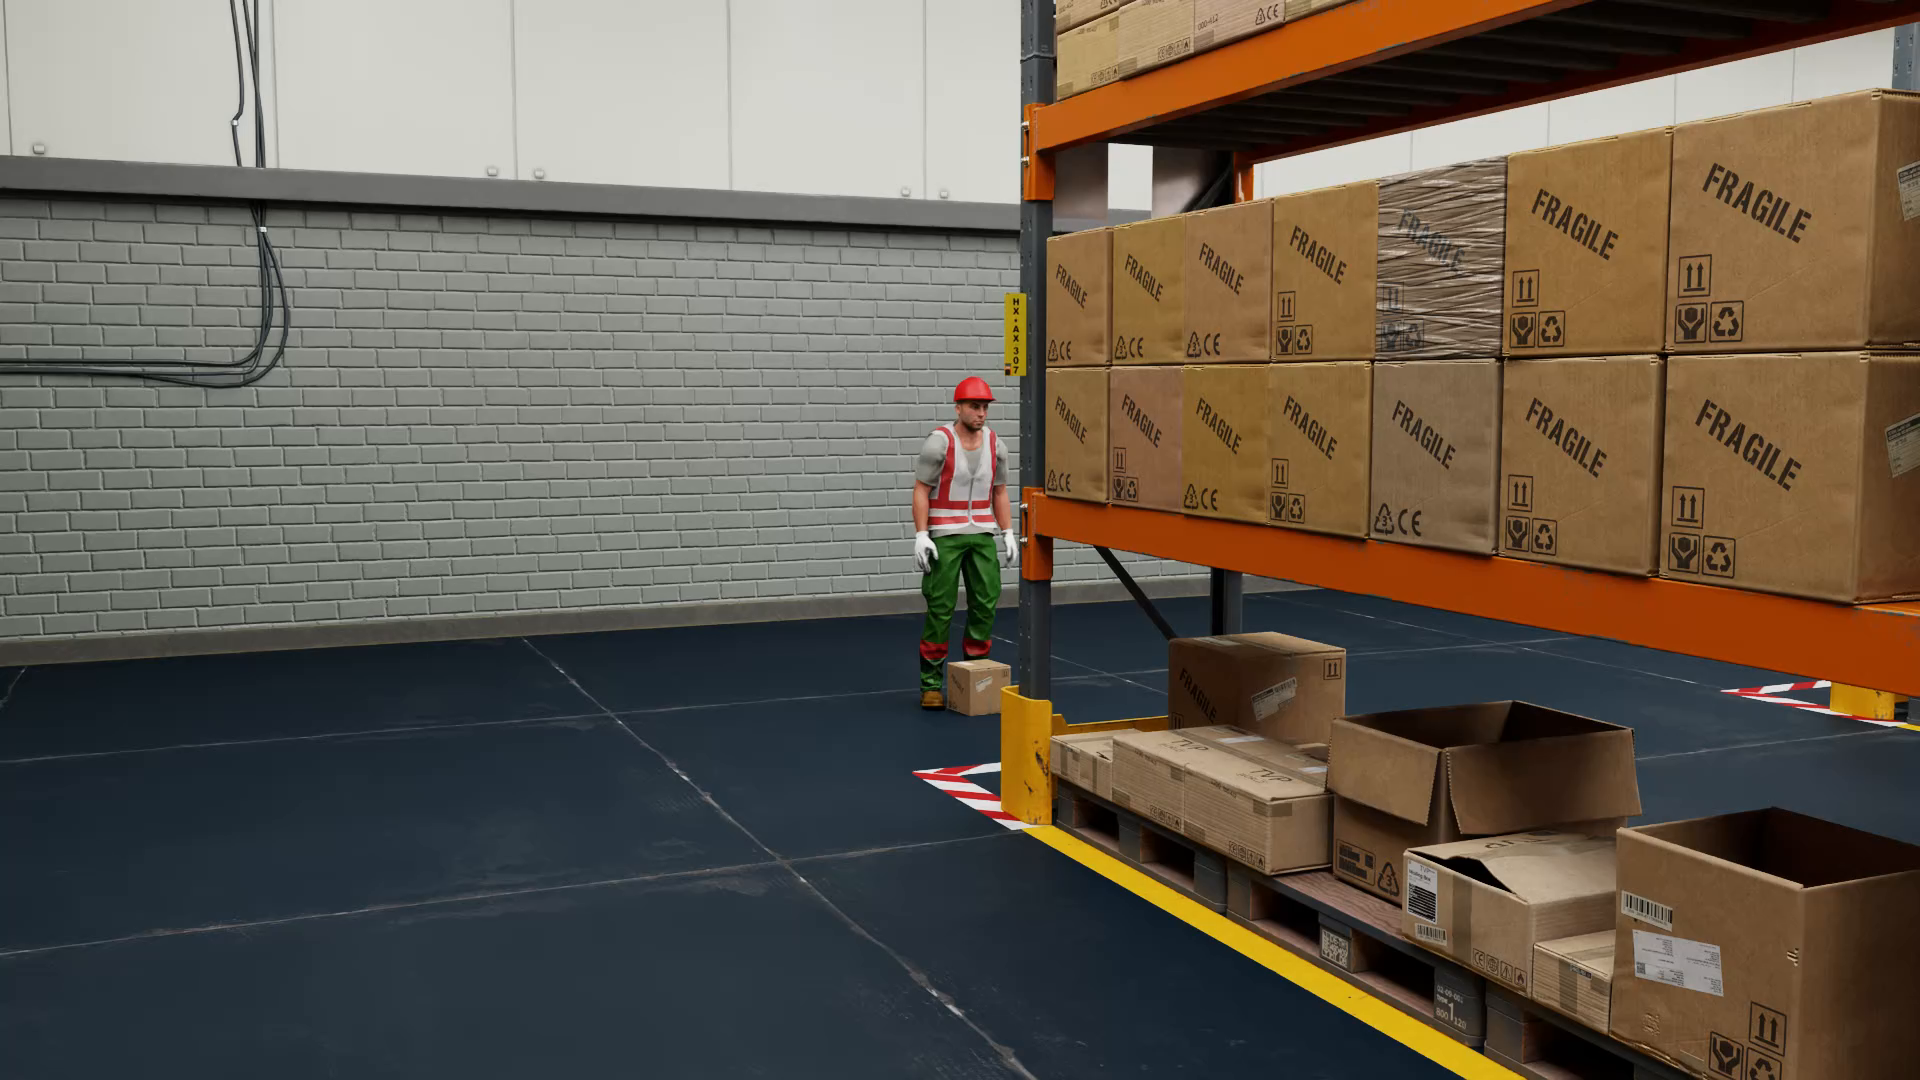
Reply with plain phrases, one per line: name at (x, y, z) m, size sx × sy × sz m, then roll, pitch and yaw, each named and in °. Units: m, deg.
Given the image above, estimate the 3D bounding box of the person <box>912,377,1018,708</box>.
person at (0.026, 0.007, 9.031) m, size 0.623 × 1.780 × 0.447 m, roll -3°, pitch 6°, yaw -26°
